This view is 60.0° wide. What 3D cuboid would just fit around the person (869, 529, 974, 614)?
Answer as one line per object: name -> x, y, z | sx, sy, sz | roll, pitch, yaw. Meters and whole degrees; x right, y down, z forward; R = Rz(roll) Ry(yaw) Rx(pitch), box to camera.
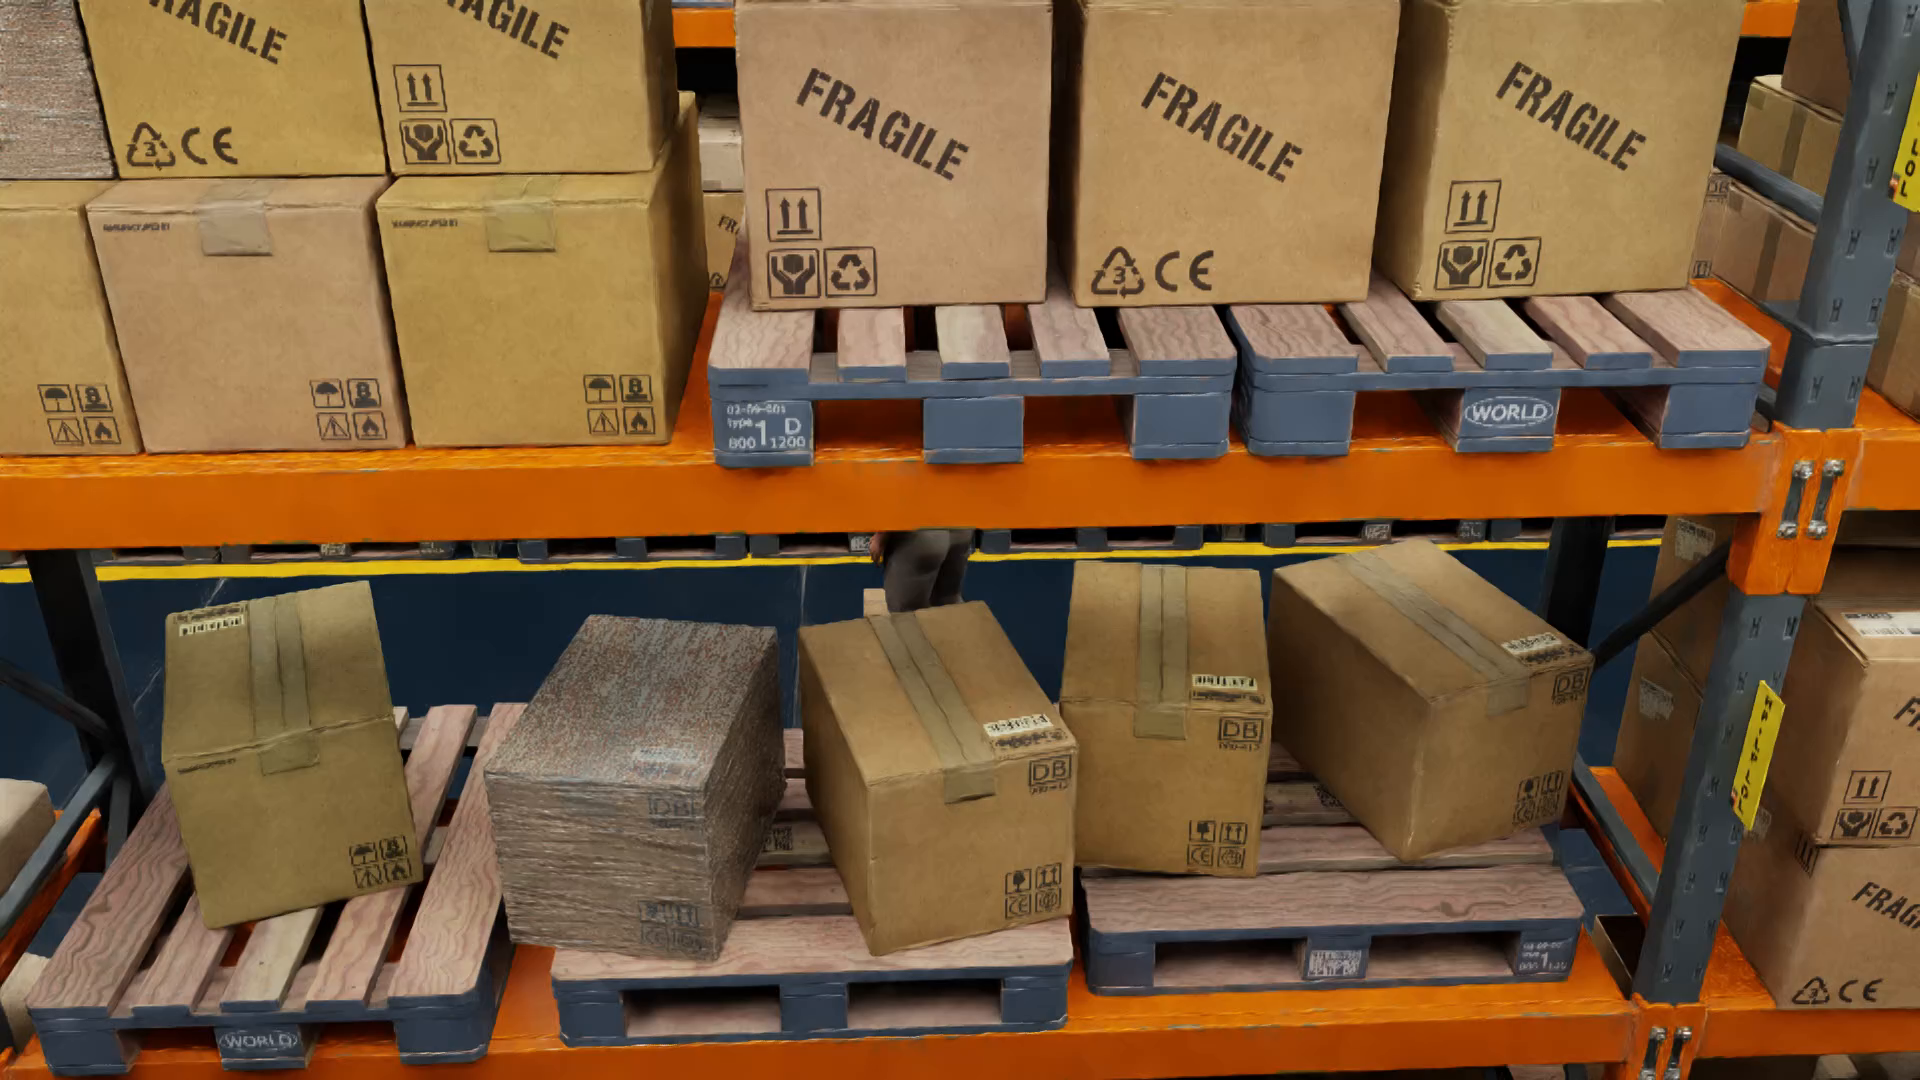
person -> -0.181, -0.035, 7.211 | 0.431, 1.783, 0.588 | 21, 34, 35
